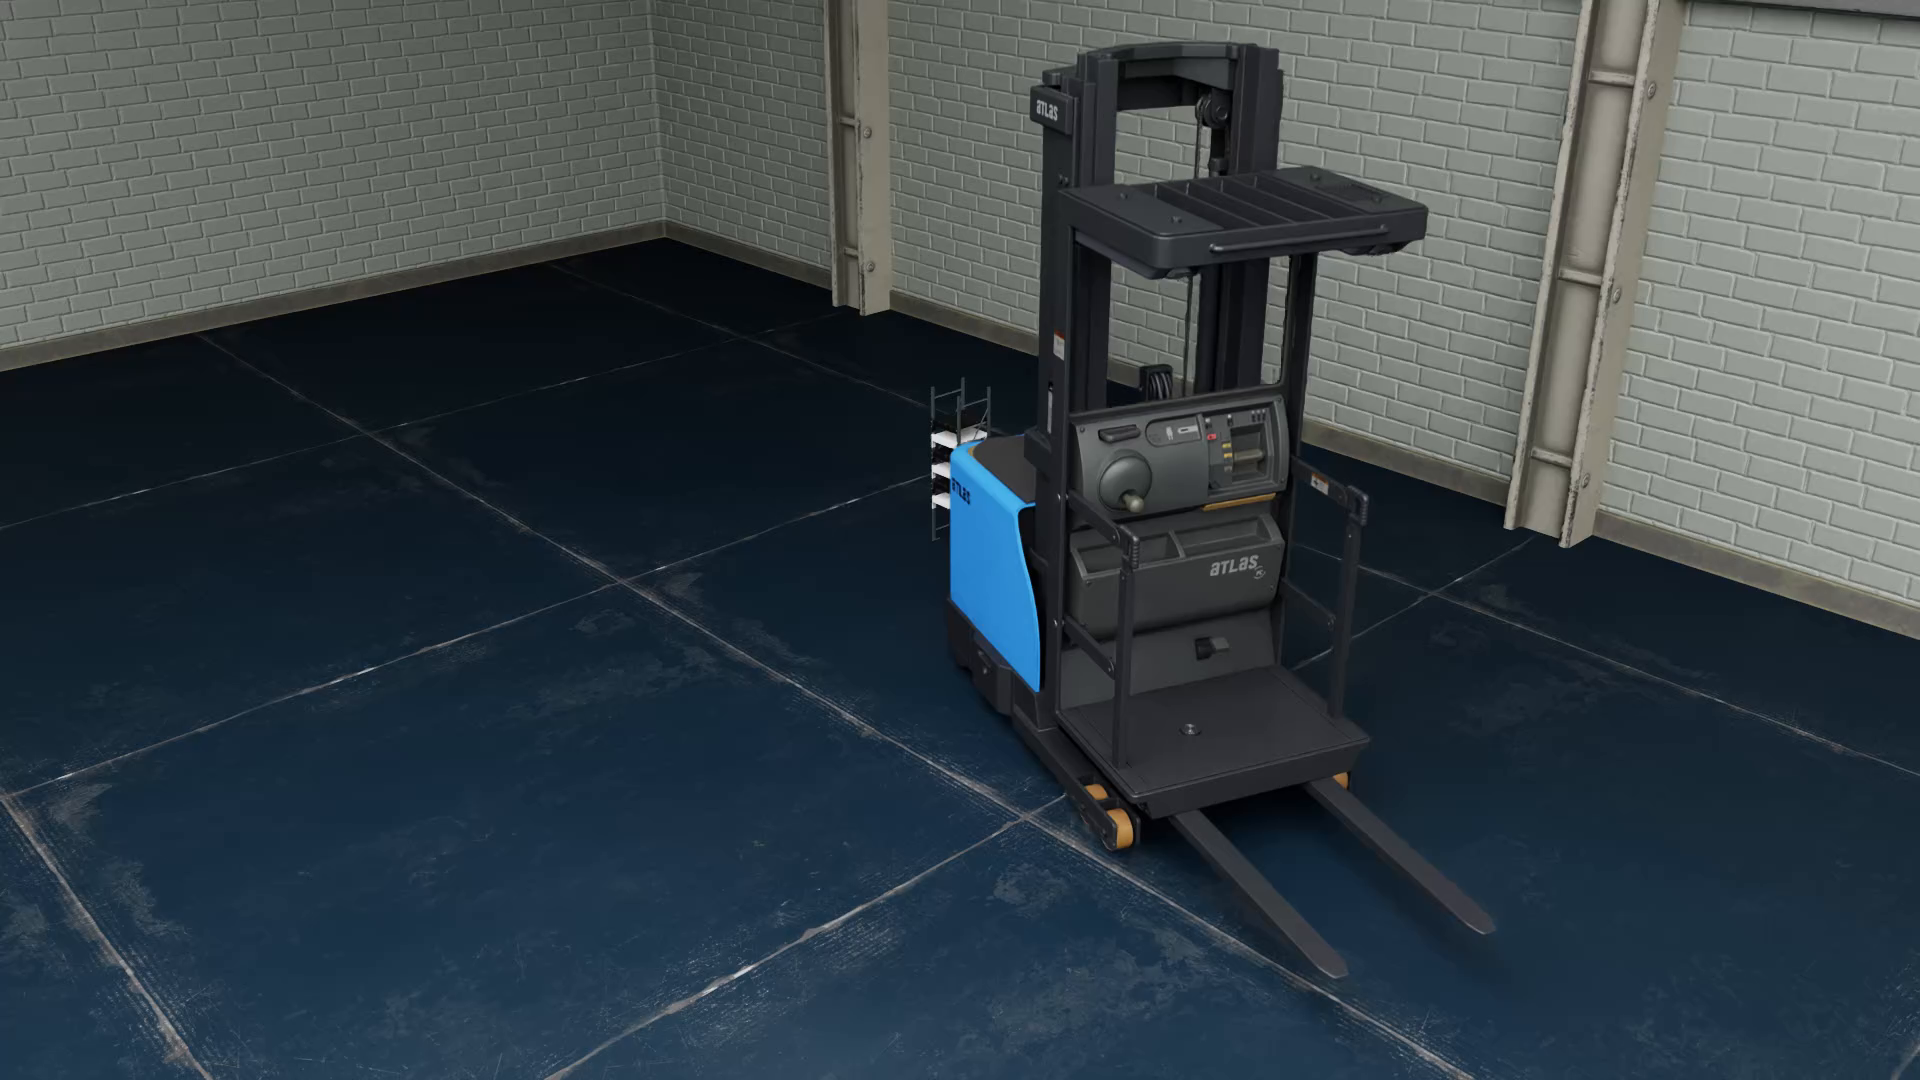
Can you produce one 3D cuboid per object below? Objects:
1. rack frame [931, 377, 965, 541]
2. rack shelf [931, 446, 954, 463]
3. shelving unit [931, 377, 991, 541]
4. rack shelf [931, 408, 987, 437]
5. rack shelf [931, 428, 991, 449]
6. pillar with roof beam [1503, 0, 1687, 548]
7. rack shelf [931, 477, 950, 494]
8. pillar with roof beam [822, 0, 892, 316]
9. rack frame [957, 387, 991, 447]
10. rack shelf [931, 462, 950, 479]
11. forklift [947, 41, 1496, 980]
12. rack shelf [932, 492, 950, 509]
[{"bbox_3d":[-0.064,-0.438,9.125,0.240,0.900,0.006,-21,32,-38],"label":"rack frame"},{"bbox_3d":[0.006,-0.459,9.034,0.258,0.077,0.200,-21,32,-38],"label":"rack shelf"},{"bbox_3d":[0.006,-0.407,9.058,0.258,0.900,0.210,-21,32,-38],"label":"shelving unit"},{"bbox_3d":[0.006,-0.622,8.960,0.258,0.077,0.200,-21,32,-38],"label":"rack shelf"},{"bbox_3d":[0.006,-0.540,8.997,0.258,0.077,0.200,-21,32,-38],"label":"rack shelf"},{"bbox_3d":[0.175,-2.929,4.828,9.100,9.000,0.400,-21,32,-38],"label":"pillar with roof beam"},{"bbox_3d":[0.006,-0.295,9.109,0.258,0.077,0.200,-21,32,-38],"label":"rack shelf"},{"bbox_3d":[-3.926,-4.747,8.813,9.100,9.000,0.400,-21,32,-38],"label":"pillar with roof beam"},{"bbox_3d":[0.075,-0.376,8.990,0.240,0.900,0.006,-21,32,-38],"label":"rack frame"},{"bbox_3d":[0.006,-0.377,9.072,0.258,0.077,0.200,-21,32,-38],"label":"rack shelf"},{"bbox_3d":[0.970,-0.307,6.392,1.130,2.935,3.031,-10,26,-20],"label":"forklift"},{"bbox_3d":[0.006,-0.213,9.146,0.258,0.077,0.200,-21,32,-38],"label":"rack shelf"}]
